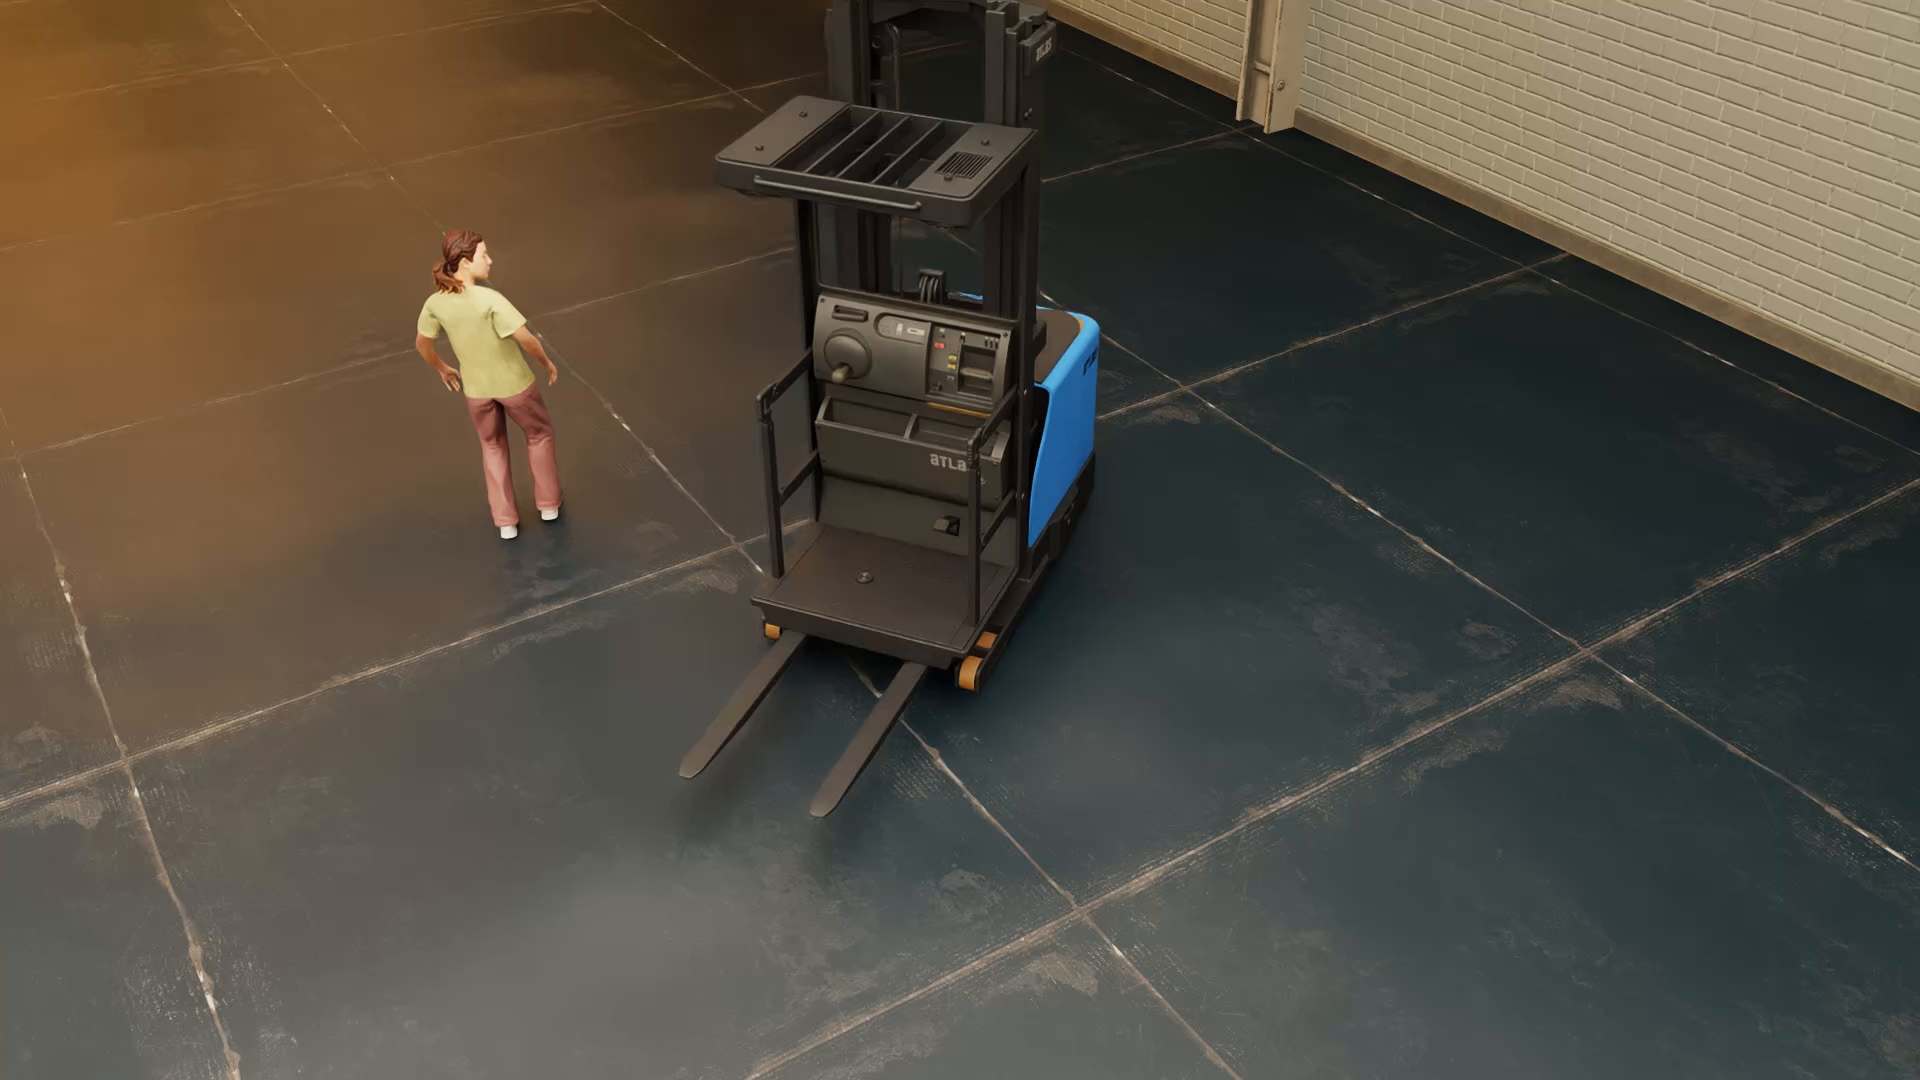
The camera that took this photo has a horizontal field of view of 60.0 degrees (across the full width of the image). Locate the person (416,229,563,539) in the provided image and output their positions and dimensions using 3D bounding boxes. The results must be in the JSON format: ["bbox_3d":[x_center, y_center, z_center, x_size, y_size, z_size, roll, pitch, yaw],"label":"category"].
[{"bbox_3d":[-2.353,-0.803,8.411,0.655,1.648,0.485,2,35,2],"label":"person"}]

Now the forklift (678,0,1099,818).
[{"bbox_3d":[-0.298,-0.775,7.250,1.130,2.935,3.031,13,37,18],"label":"forklift"}]
